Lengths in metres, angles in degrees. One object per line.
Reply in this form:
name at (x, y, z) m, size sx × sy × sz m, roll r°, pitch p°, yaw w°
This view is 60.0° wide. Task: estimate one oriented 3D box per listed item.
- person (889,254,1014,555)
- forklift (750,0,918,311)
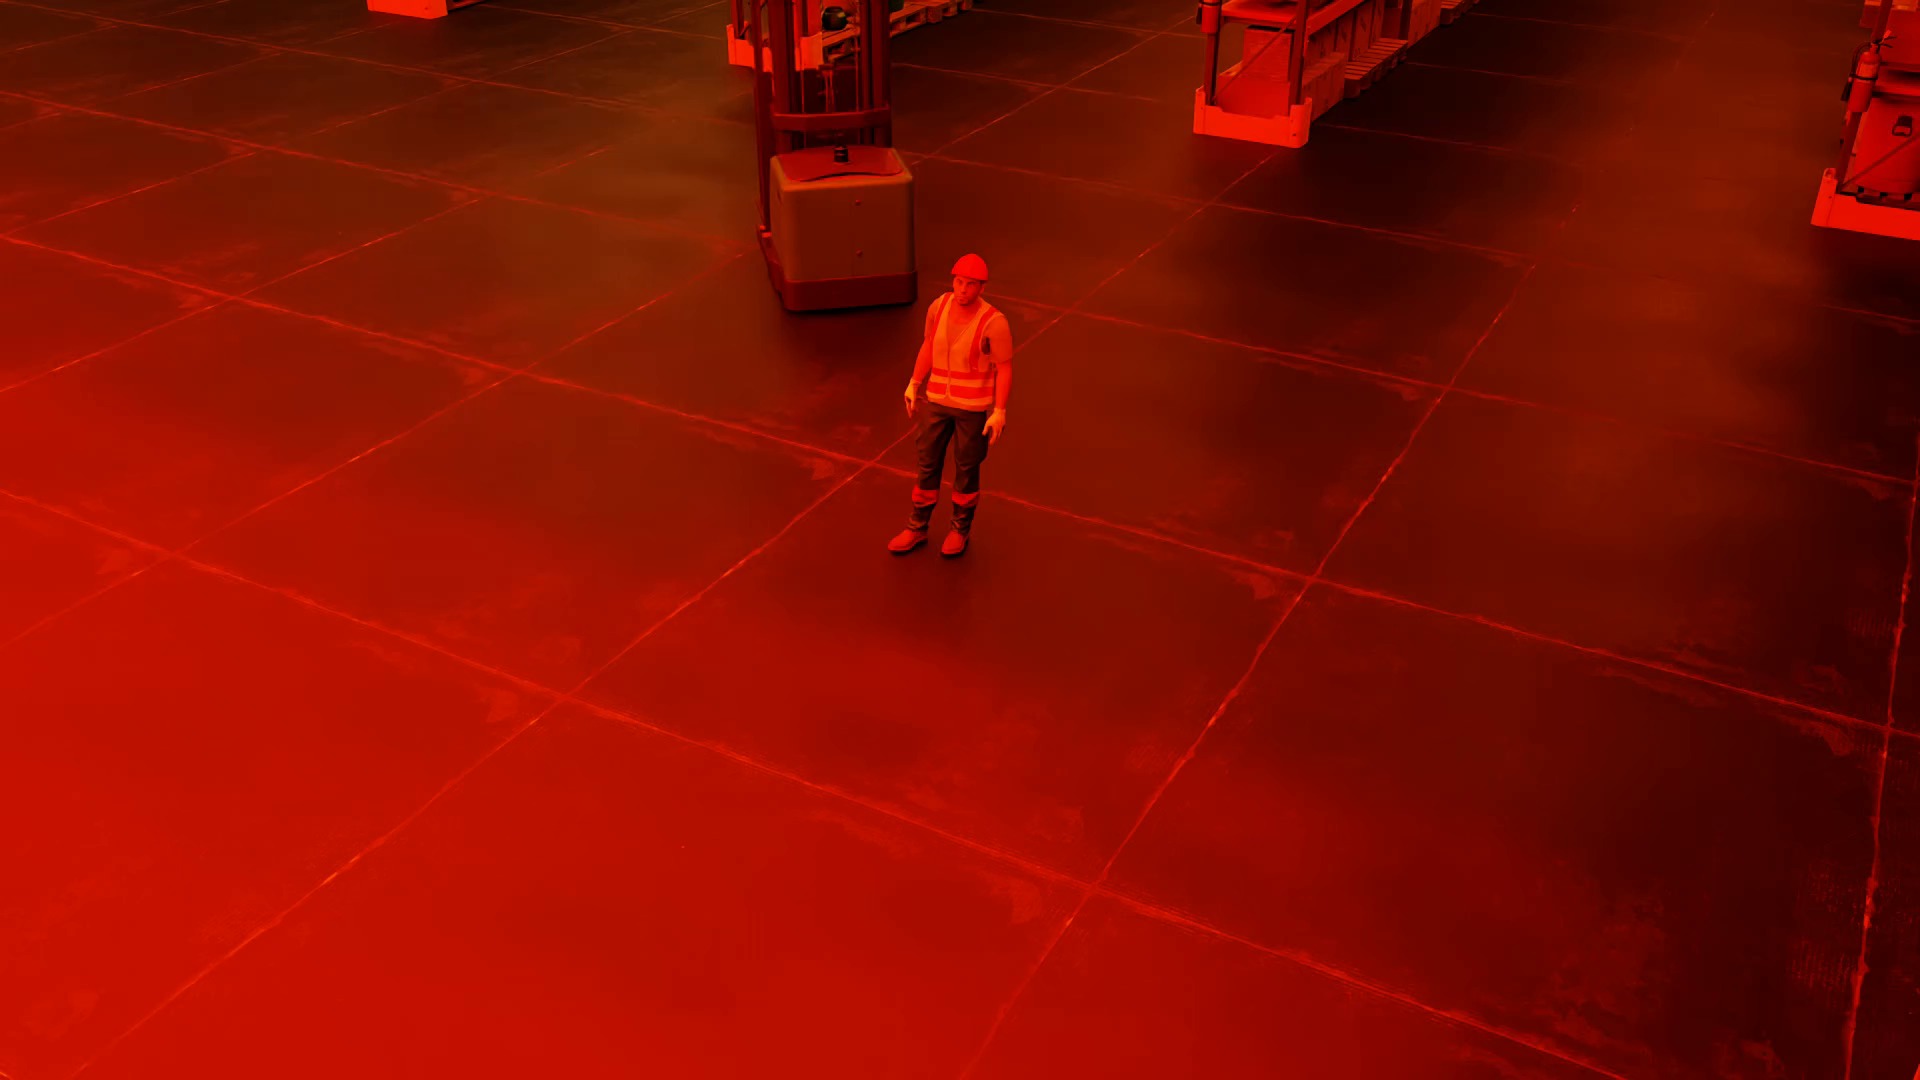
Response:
person at (-0.049, -0.749, 9.497) m, size 0.637 × 1.787 × 0.564 m, roll 15°, pitch 33°, yaw 25°
forklift at (-1.153, -3.774, 13.610) m, size 1.130 × 2.935 × 3.031 m, roll -6°, pitch 31°, yaw -11°
